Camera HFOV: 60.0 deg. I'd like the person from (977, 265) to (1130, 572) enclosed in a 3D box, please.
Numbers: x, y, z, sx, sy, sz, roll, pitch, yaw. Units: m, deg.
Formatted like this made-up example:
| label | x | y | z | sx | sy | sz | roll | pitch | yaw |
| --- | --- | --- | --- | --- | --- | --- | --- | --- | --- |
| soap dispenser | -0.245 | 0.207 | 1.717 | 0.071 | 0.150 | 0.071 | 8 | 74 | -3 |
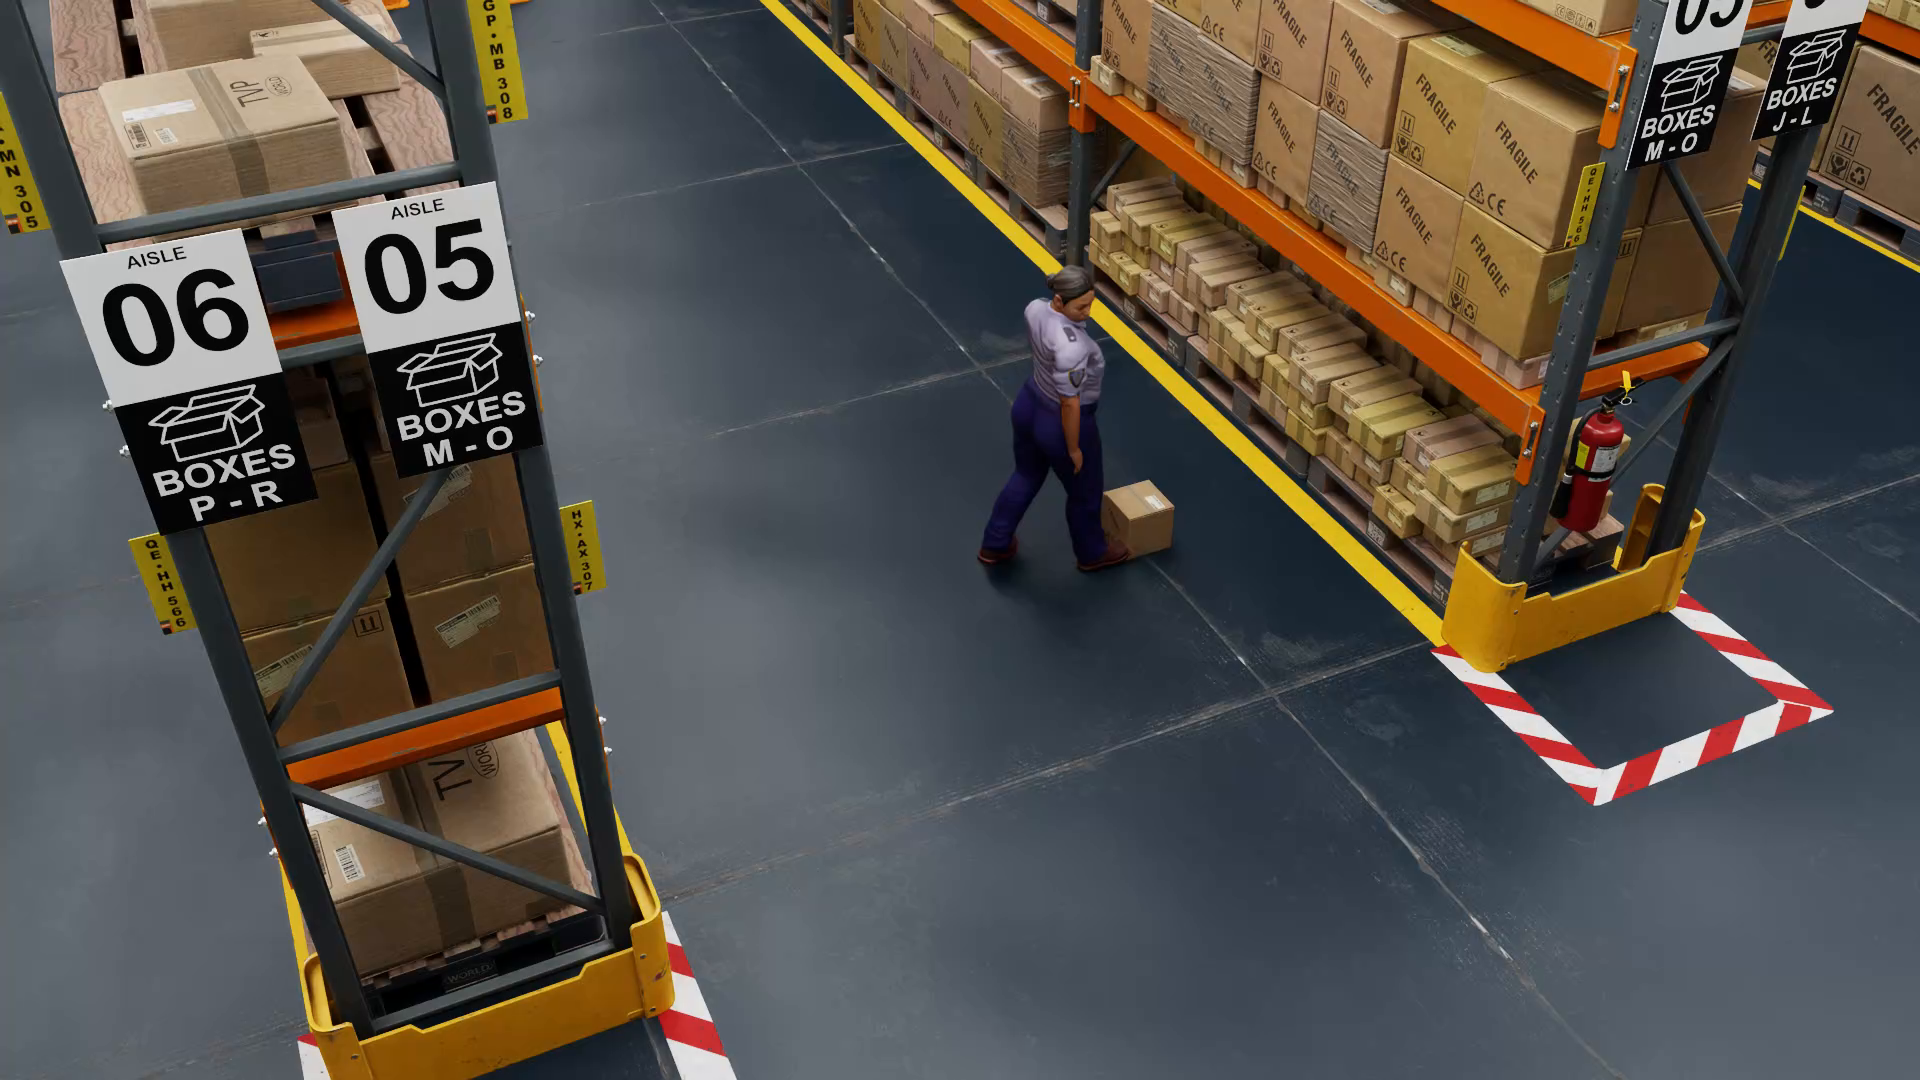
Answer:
| label | x | y | z | sx | sy | sz | roll | pitch | yaw |
| --- | --- | --- | --- | --- | --- | --- | --- | --- | --- |
| person | 0.460 | -0.535 | 7.555 | 0.733 | 1.618 | 0.509 | -20 | 42 | -24 |
